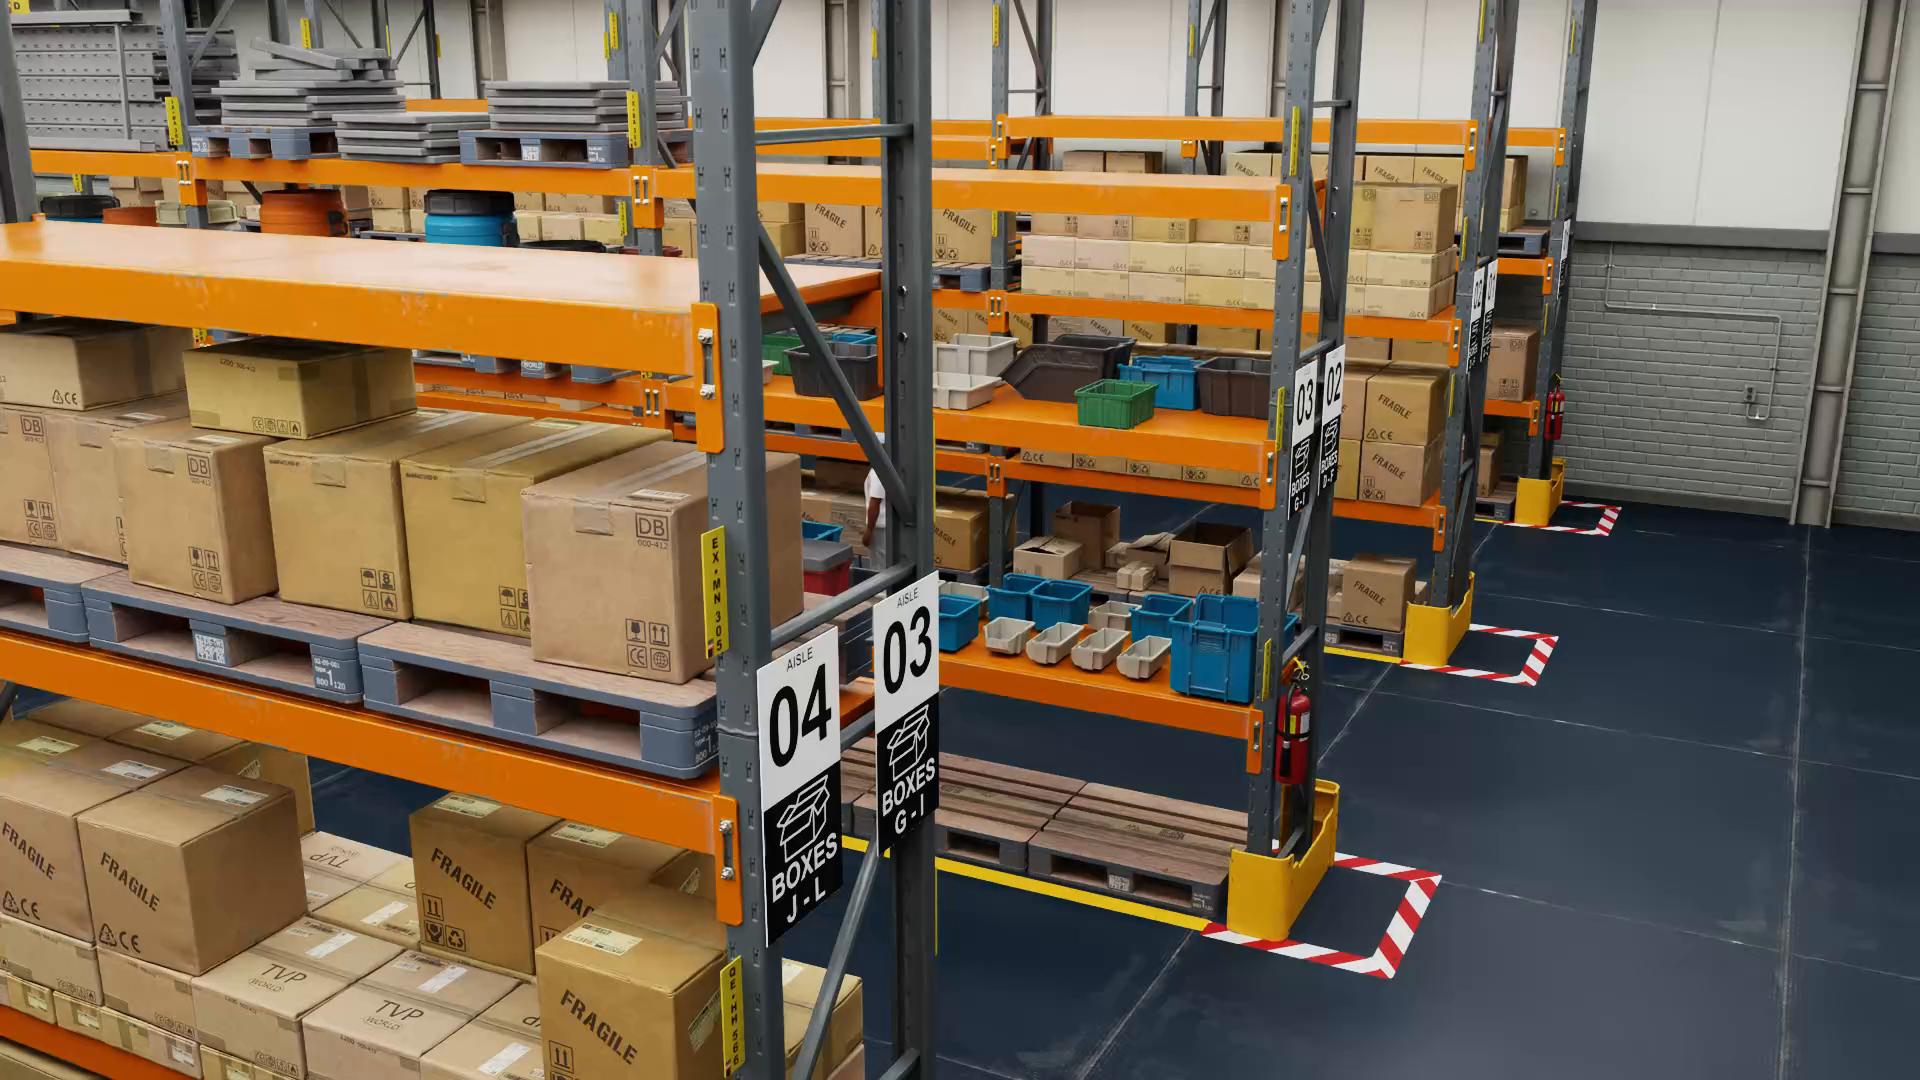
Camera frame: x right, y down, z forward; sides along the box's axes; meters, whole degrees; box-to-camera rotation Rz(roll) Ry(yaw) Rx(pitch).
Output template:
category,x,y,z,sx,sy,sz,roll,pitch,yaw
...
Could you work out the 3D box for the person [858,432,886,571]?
category,x,y,z,sx,sy,sz,roll,pitch,yaw
person,-0.637,-0.137,14.480,0.367,1.760,0.568,8,18,28
